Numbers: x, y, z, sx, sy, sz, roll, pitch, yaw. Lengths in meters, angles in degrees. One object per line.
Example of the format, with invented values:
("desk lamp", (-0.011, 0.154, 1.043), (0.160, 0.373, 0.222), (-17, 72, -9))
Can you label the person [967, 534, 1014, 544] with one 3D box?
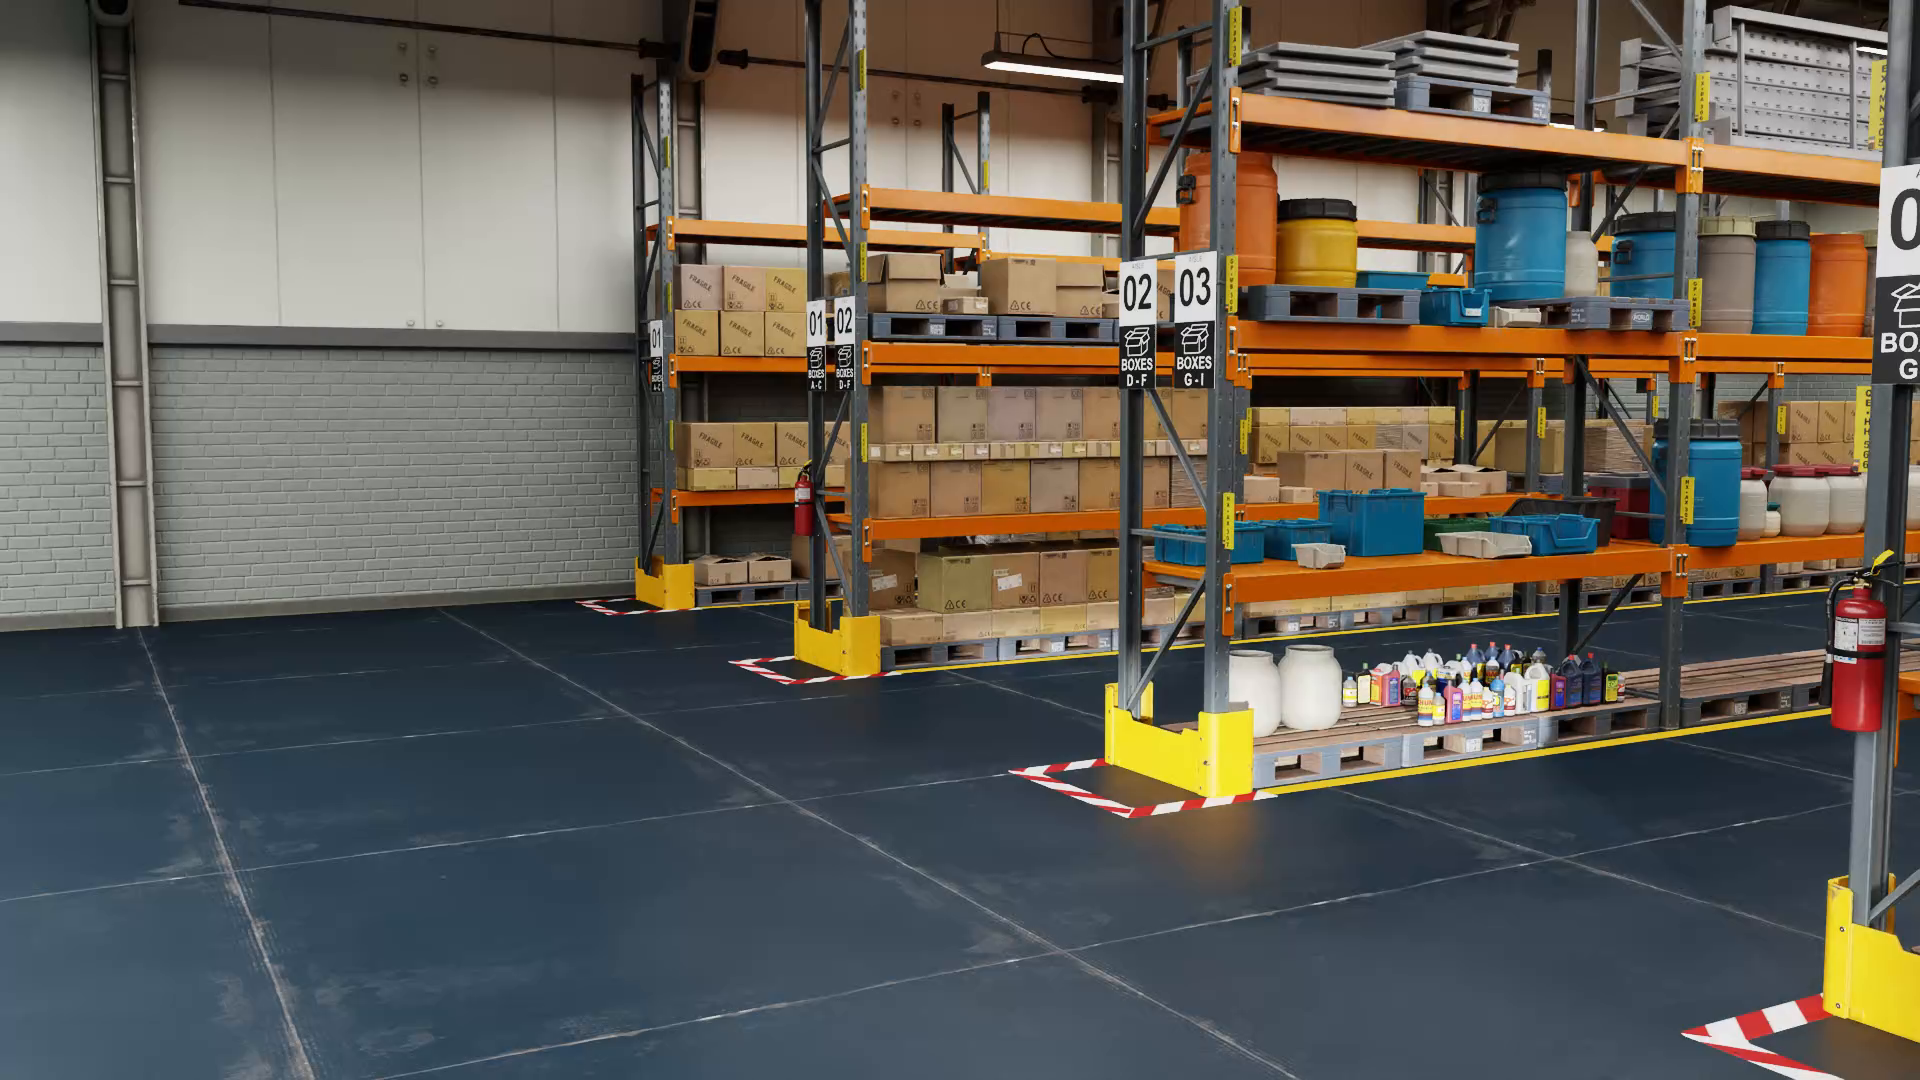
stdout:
("person", (0.357, -0.128, 18.615), (0.624, 1.774, 0.454), (-3, 6, -30))
